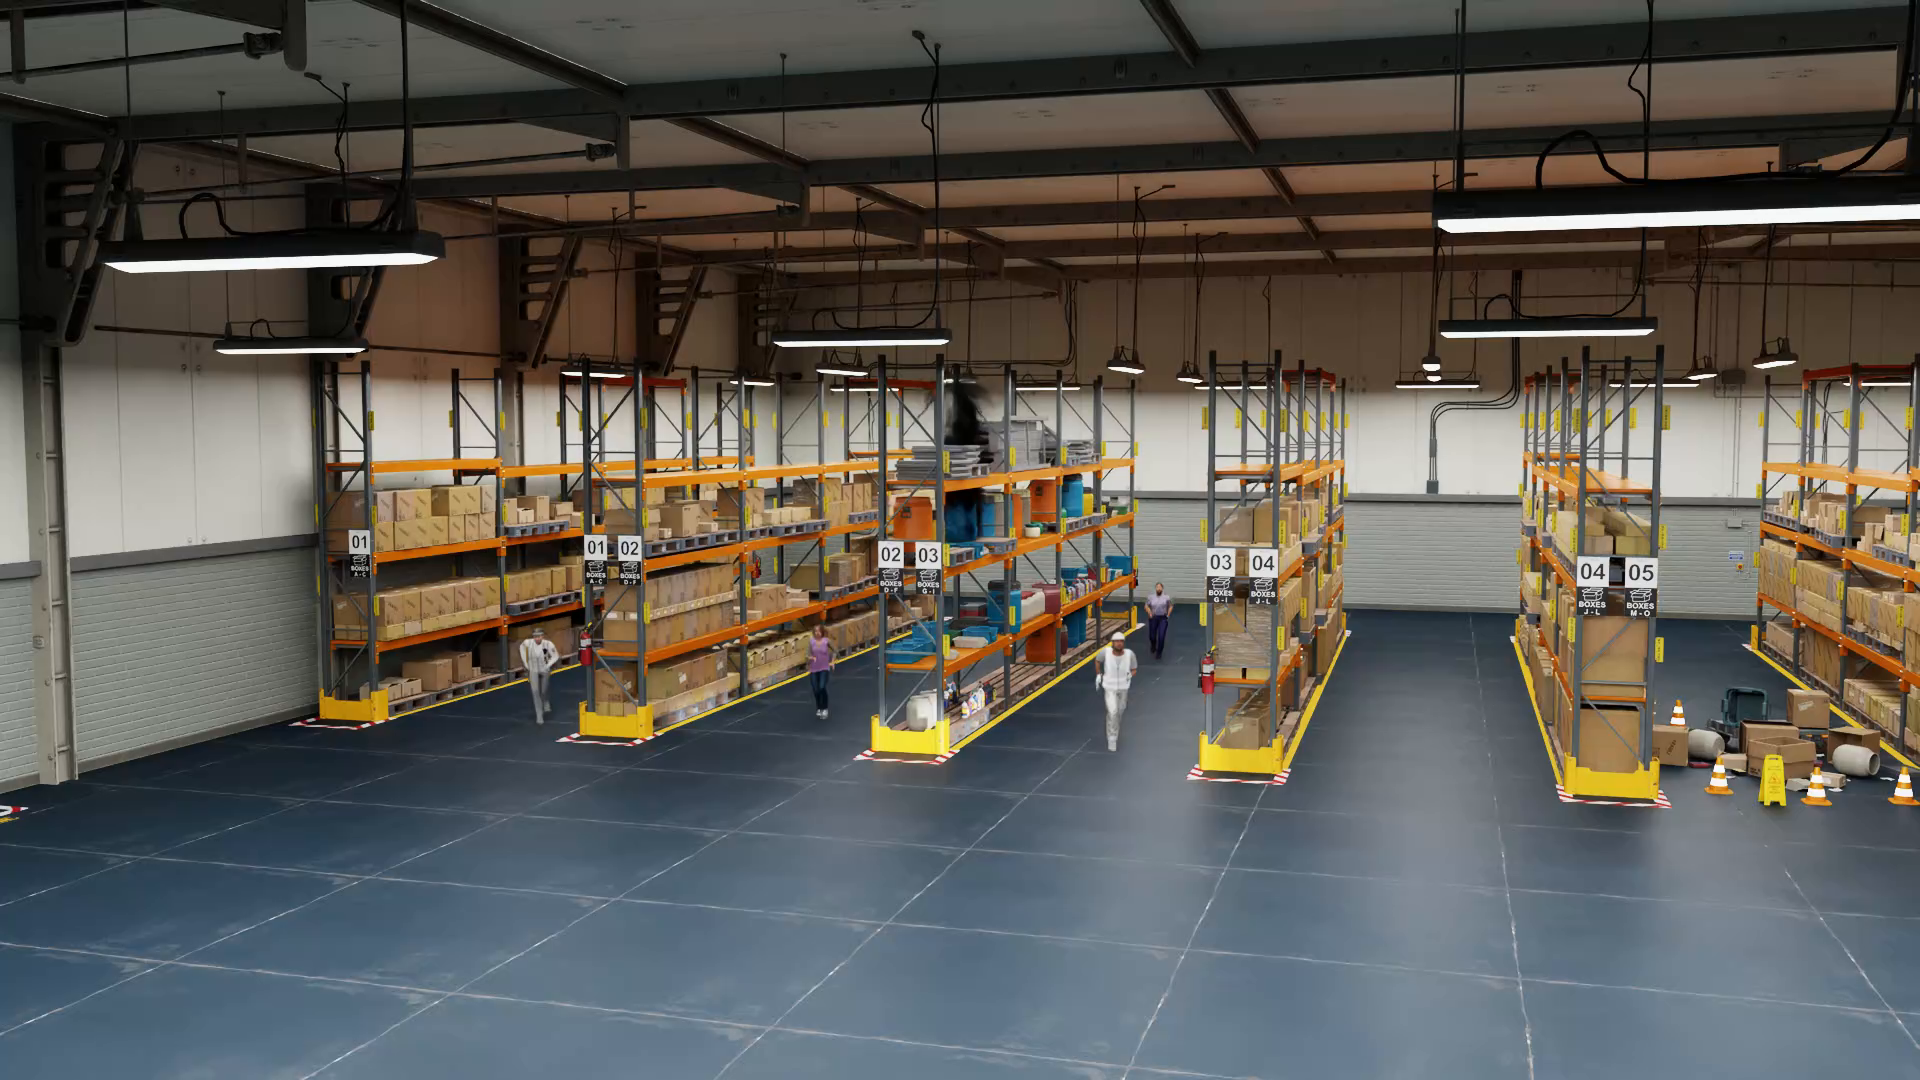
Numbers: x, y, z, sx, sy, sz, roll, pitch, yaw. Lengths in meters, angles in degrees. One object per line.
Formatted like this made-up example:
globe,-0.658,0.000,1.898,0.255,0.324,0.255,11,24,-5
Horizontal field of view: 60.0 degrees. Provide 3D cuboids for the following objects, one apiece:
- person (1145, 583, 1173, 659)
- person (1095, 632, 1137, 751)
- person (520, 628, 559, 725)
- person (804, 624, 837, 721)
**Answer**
person,4.204,1.694,35.144,0.595,1.601,0.561,0,4,6
person,2.407,2.303,25.553,0.598,1.818,0.883,-1,4,-10
person,-7.035,2.238,27.901,0.655,1.628,0.980,0,4,-4
person,-2.344,2.215,27.830,0.508,1.604,0.667,1,4,8
